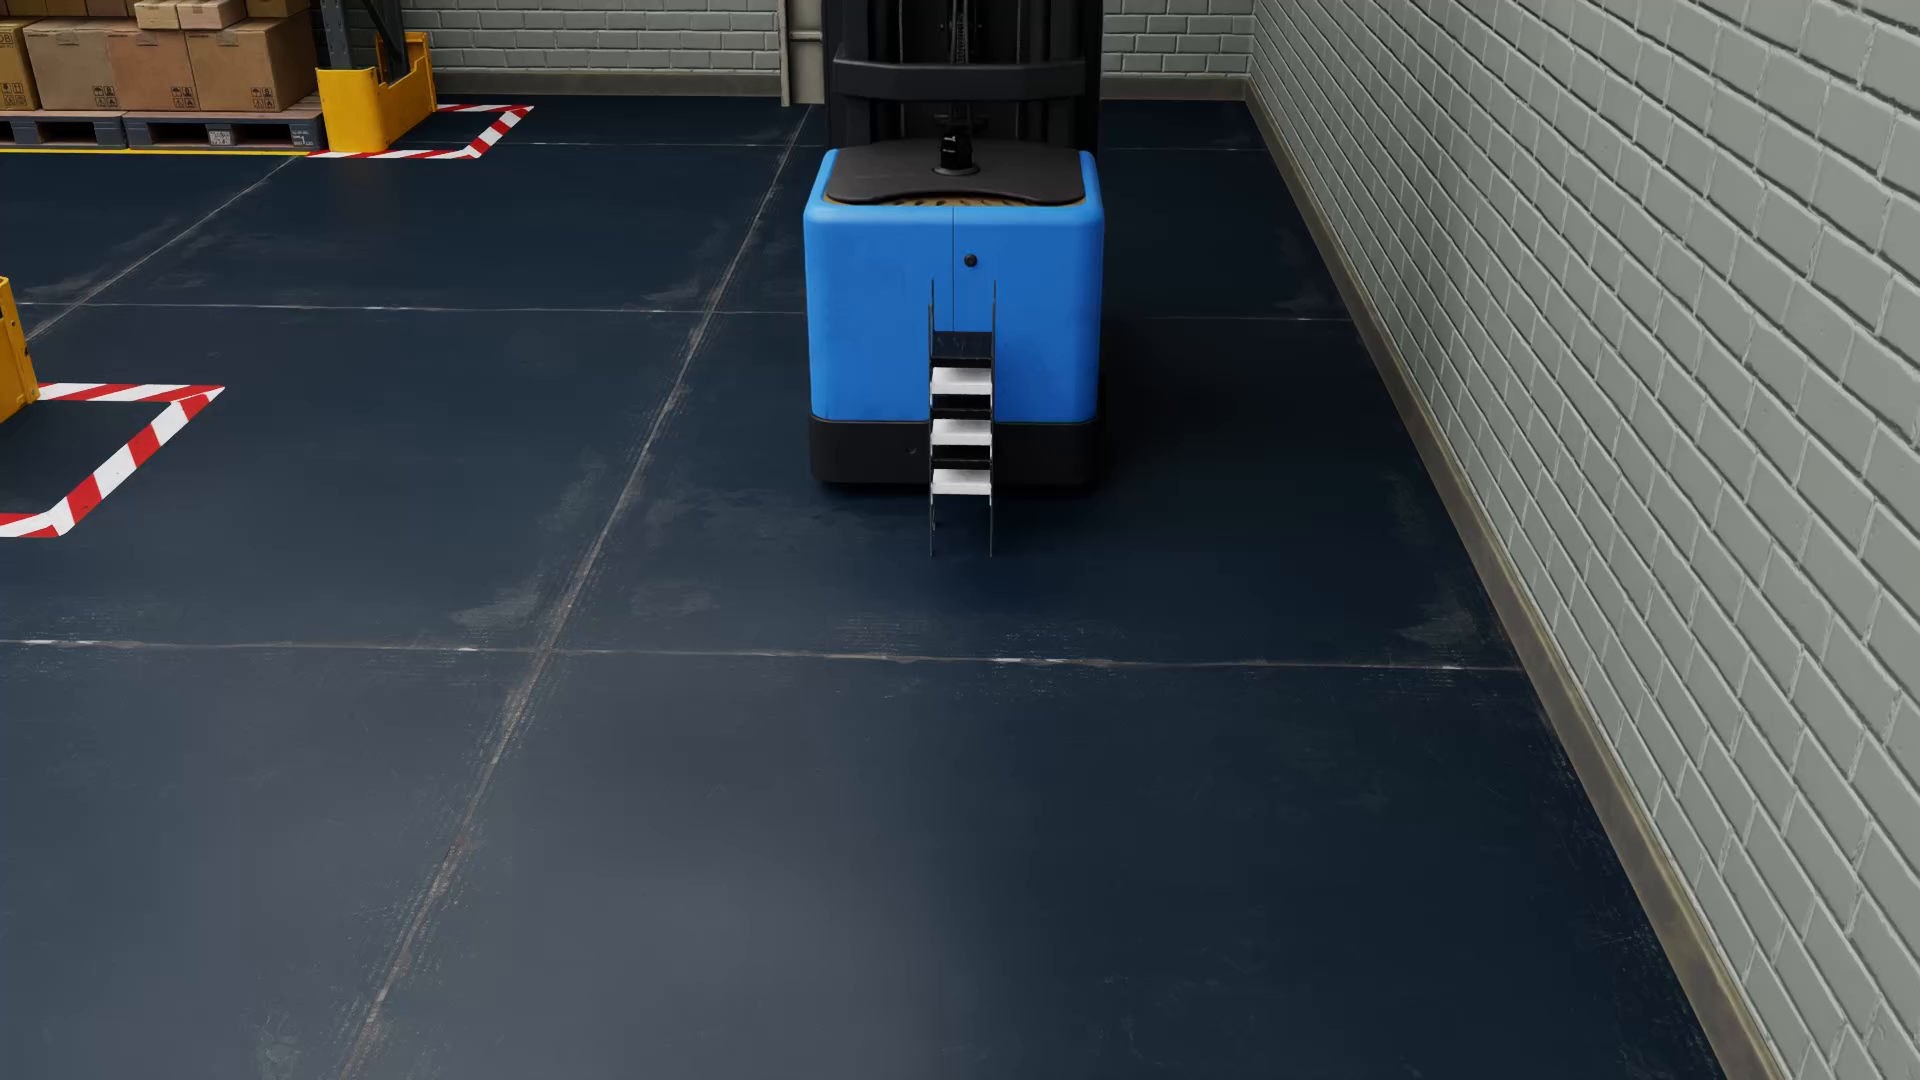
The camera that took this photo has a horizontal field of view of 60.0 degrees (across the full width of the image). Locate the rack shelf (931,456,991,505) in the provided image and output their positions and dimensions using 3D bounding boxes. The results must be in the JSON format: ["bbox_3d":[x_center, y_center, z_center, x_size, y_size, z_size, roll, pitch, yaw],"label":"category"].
[{"bbox_3d":[0.008,-0.209,5.639,0.200,0.077,0.258,1,28,2],"label":"rack shelf"}]

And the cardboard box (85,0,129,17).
[{"bbox_3d":[-5.322,-3.428,10.542,0.250,0.149,0.380,1,28,3],"label":"cardboard box"}]

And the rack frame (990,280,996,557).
[{"bbox_3d":[0.110,-0.396,5.536,0.006,0.900,0.240,1,28,2],"label":"rack frame"}]

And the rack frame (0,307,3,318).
[{"bbox_3d":[-3.912,-1.669,5.695,0.127,3.000,1.000,1,28,2],"label":"rack frame"}]

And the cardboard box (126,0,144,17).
[{"bbox_3d":[-5.068,-3.424,10.534,0.250,0.149,0.380,1,28,2],"label":"cardboard box"}]

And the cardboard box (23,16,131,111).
[{"bbox_3d":[-5.446,-3.050,10.521,0.500,0.500,0.700,0,28,0],"label":"cardboard box"}]

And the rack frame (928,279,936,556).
[{"bbox_3d":[-0.093,-0.399,5.542,0.006,0.900,0.240,1,28,2],"label":"rack frame"}]

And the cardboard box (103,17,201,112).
[{"bbox_3d":[-4.944,-3.042,10.506,0.500,0.500,0.700,1,28,2],"label":"cardboard box"}]

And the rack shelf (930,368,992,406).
[{"bbox_3d":[0.008,-0.527,5.470,0.200,0.077,0.258,1,28,2],"label":"rack shelf"}]

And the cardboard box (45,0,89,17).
[{"bbox_3d":[-5.579,-3.432,10.549,0.250,0.149,0.380,1,28,2],"label":"cardboard box"}]

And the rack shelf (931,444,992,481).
[{"bbox_3d":[0.008,-0.288,5.597,0.200,0.077,0.258,1,28,2],"label":"rack shelf"}]

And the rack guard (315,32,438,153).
[{"bbox_3d":[-3.717,-2.883,10.654,0.348,0.500,1.175,1,28,2],"label":"rack guard"}]

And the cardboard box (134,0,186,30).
[{"bbox_3d":[-4.834,-3.241,10.189,0.250,0.149,0.380,2,28,3],"label":"cardboard box"}]

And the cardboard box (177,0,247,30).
[{"bbox_3d":[-4.578,-3.237,10.181,0.250,0.149,0.380,1,28,1],"label":"cardboard box"}]

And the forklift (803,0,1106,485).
[{"bbox_3d":[0.014,-2.141,6.659,1.130,2.935,3.031,1,28,1],"label":"forklift"}]

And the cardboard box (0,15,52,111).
[{"bbox_3d":[-5.979,-3.055,10.531,0.500,0.500,0.700,2,28,3],"label":"cardboard box"}]

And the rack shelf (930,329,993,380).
[{"bbox_3d":[0.008,-0.607,5.428,0.200,0.077,0.258,1,28,2],"label":"rack shelf"}]

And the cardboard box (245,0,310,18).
[{"bbox_3d":[-4.312,-3.412,10.511,0.250,0.149,0.380,1,28,2],"label":"cardboard box"}]

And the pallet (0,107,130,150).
[{"bbox_3d":[-5.758,-2.754,10.719,1.213,0.211,1.003,1,28,2],"label":"pallet"}]

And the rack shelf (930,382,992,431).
[{"bbox_3d":[0.008,-0.448,5.512,0.200,0.077,0.258,1,28,2],"label":"rack shelf"}]

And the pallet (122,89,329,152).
[{"bbox_3d":[-4.542,-2.732,10.679,1.213,0.211,1.003,1,28,2],"label":"pallet"}]

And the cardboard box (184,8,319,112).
[{"bbox_3d":[-4.444,-3.033,10.490,0.500,0.500,0.700,1,28,2],"label":"cardboard box"}]

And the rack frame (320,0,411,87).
[{"bbox_3d":[-3.741,-3.988,10.070,0.127,3.000,1.000,1,28,2],"label":"rack frame"}]

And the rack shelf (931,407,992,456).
[{"bbox_3d":[0.008,-0.368,5.555,0.200,0.077,0.258,1,28,2],"label":"rack shelf"}]

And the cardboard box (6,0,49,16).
[{"bbox_3d":[-5.832,-3.436,10.557,0.250,0.149,0.380,0,28,1],"label":"cardboard box"}]

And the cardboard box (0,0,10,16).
[{"bbox_3d":[-6.090,-3.440,10.564,0.250,0.149,0.380,1,28,2],"label":"cardboard box"}]

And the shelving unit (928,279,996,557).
[{"bbox_3d":[0.008,-0.397,5.539,0.210,0.900,0.258,1,28,2],"label":"shelving unit"}]

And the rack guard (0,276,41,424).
[{"bbox_3d":[-3.988,-0.566,6.283,0.348,0.500,1.175,1,28,2],"label":"rack guard"}]

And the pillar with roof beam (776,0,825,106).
[{"bbox_3d":[-1.164,-4.983,5.543,0.400,9.000,9.100,1,28,2],"label":"pillar with roof beam"}]
